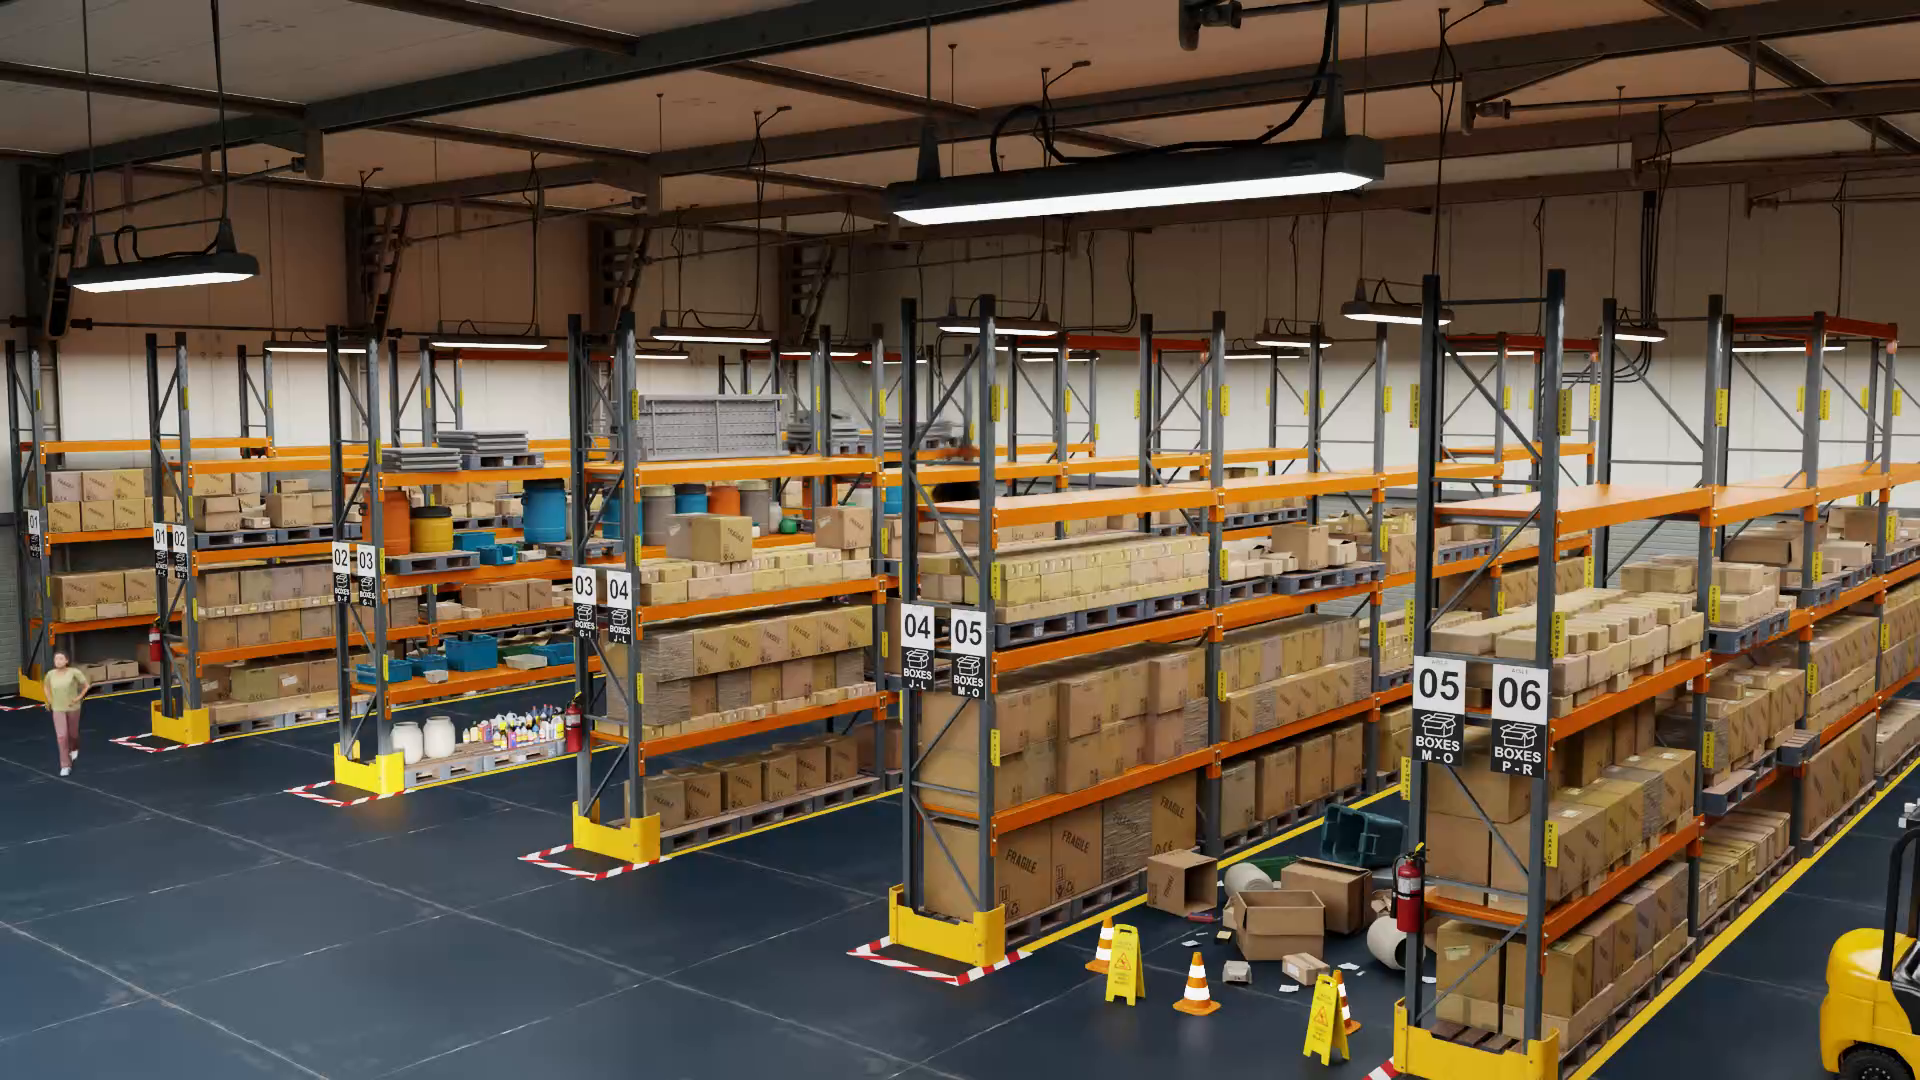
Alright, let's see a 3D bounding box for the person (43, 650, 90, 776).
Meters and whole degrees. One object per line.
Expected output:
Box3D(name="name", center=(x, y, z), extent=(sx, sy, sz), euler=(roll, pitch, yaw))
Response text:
Box3D(name="person", center=(-12.088, 2.301, 22.518), extent=(0.578, 1.662, 0.840), euler=(-2, 5, -17))
